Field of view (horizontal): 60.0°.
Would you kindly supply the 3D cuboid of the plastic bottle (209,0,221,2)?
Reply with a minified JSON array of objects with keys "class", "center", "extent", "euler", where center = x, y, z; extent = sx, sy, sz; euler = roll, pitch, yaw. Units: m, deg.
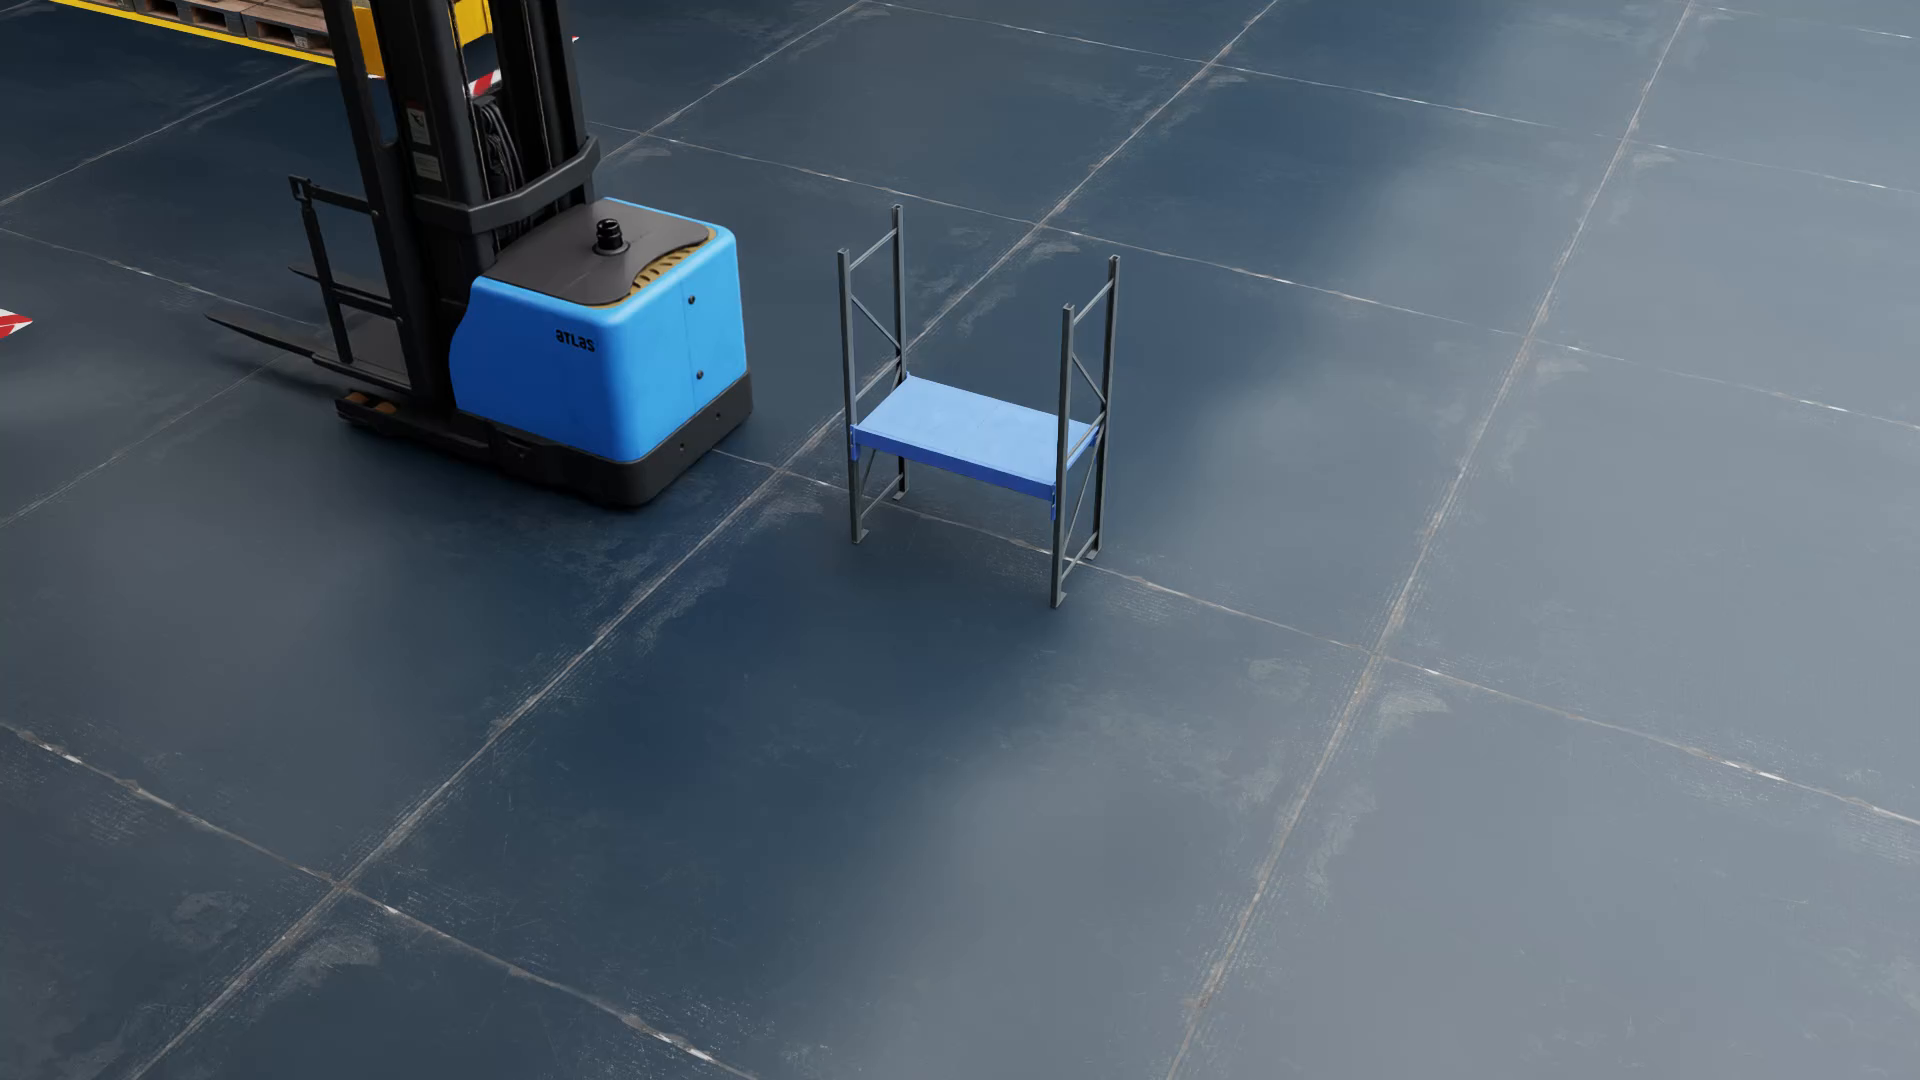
[{"class":"plastic bottle","center":[-5.781,-4.278,12.855],"extent":[0.097,0.201,0.097],"euler":[0,37,0]}]

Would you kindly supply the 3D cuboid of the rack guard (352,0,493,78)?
[{"class":"rack guard","center":[-4.038,-3.942,12.530],"extent":[0.348,0.500,1.175],"euler":[17,41,21]}]

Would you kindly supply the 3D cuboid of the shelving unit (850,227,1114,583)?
[{"class":"shelving unit","center":[0.076,-0.574,7.265],"extent":[1.030,1.308,0.538],"euler":[17,41,21]}]

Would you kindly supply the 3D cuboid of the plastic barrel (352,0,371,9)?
[{"class":"plastic barrel","center":[-4.568,-4.260,12.591],"extent":[0.421,0.512,0.421],"euler":[0,37,0]}]

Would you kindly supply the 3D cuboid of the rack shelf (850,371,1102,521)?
[{"class":"rack shelf","center":[0.076,-0.430,7.374],"extent":[1.000,0.185,0.538],"euler":[17,41,21]}]

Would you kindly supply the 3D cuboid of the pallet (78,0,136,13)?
[{"class":"pallet","center":[-6.923,-4.734,13.812],"extent":[1.213,0.211,1.003],"euler":[17,41,21]}]

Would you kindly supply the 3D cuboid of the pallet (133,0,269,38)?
[{"class":"pallet","center":[-5.836,-4.396,13.366],"extent":[1.213,0.211,1.003],"euler":[17,41,21]}]

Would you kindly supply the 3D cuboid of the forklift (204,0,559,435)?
[{"class":"forklift","center":[-2.600,-1.963,7.911],"extent":[3.031,2.935,1.121],"euler":[18,41,22]}]

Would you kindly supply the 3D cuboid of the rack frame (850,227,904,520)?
[{"class":"rack frame","center":[-0.375,-0.716,7.453],"extent":[0.013,1.308,0.475],"euler":[17,41,21]}]

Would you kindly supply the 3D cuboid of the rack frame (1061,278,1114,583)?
[{"class":"rack frame","center":[0.528,-0.433,7.080],"extent":[0.013,1.308,0.475],"euler":[17,41,21]}]

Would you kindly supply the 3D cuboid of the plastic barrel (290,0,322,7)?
[{"class":"plastic barrel","center":[-5.013,-4.399,12.775],"extent":[0.421,0.512,0.421],"euler":[0,37,0]}]
